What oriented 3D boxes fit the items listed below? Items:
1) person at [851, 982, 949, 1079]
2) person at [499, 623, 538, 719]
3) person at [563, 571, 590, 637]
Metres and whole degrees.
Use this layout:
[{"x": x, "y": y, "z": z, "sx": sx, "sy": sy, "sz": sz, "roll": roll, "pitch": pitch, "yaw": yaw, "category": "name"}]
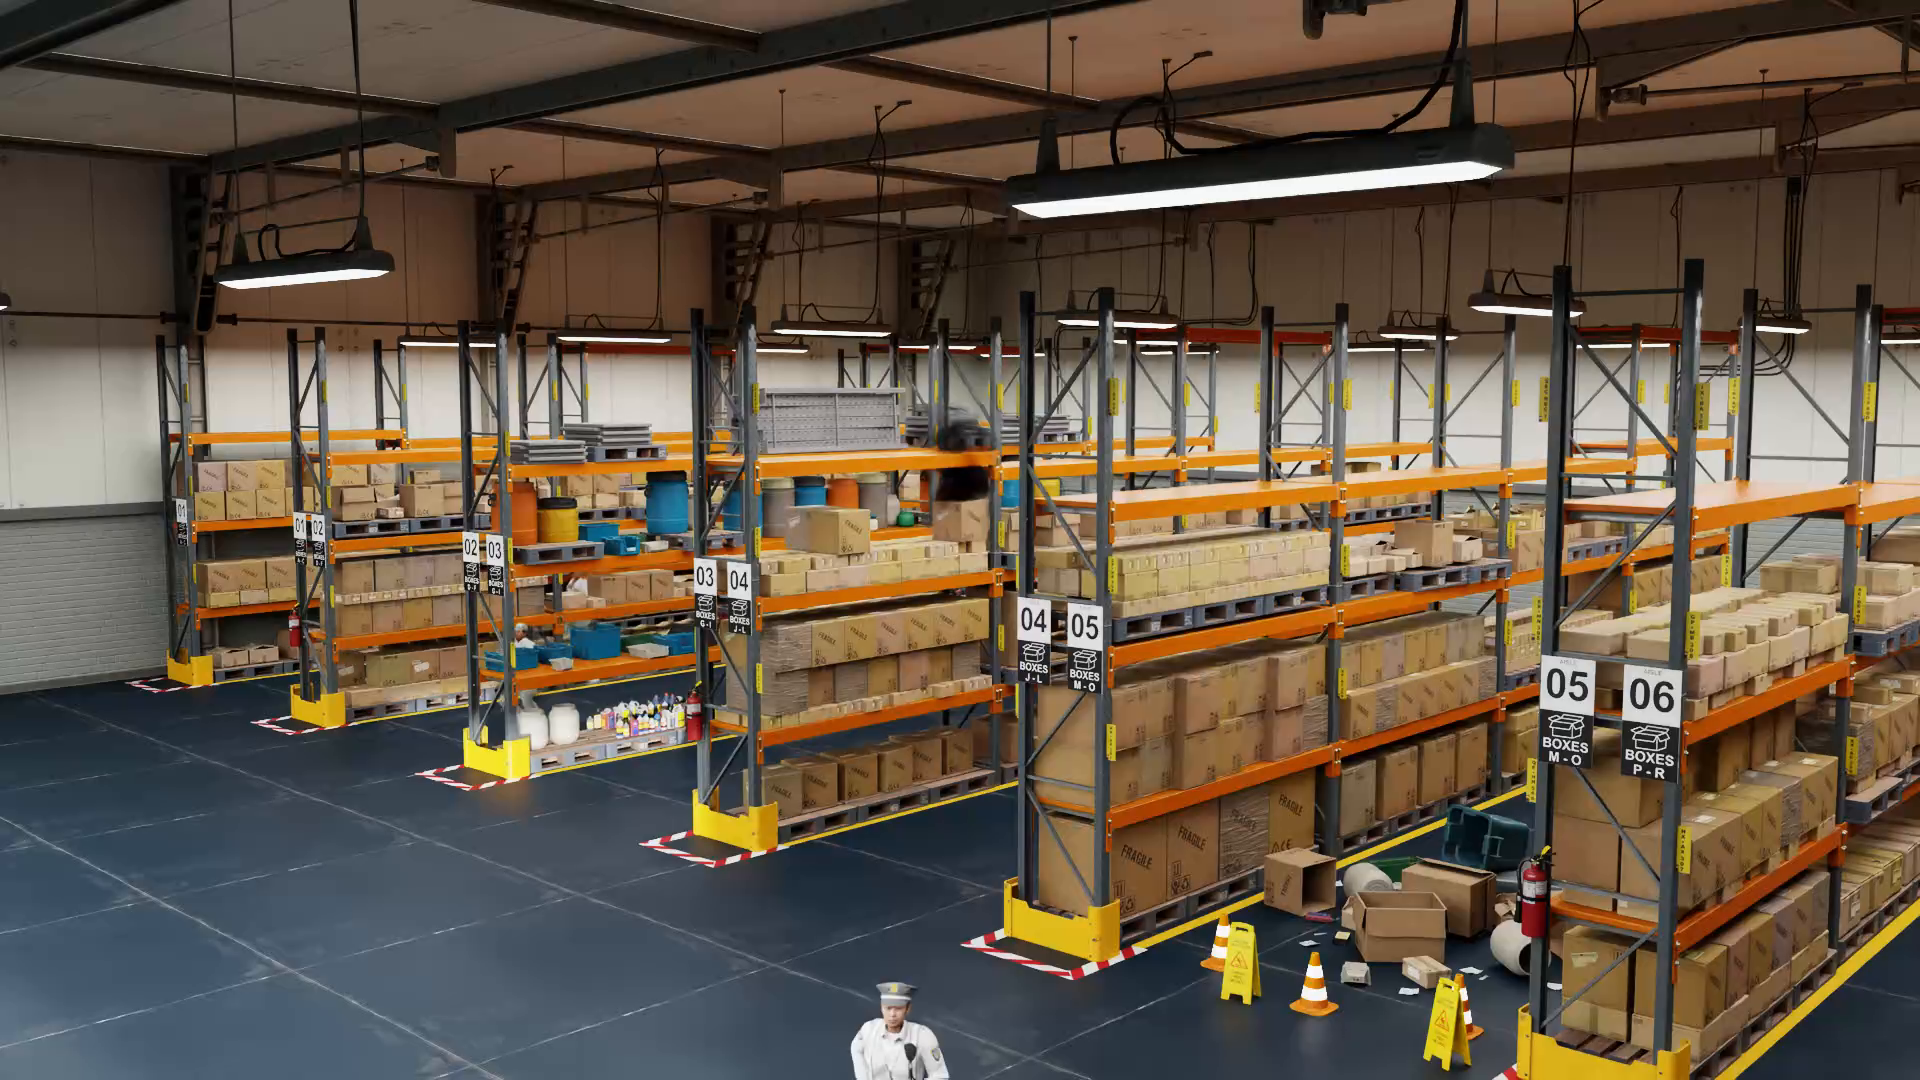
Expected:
[{"x": -0.360, "y": 3.410, "z": 9.807, "sx": 0.600, "sy": 1.743, "sz": 0.767, "roll": 0, "pitch": 5, "yaw": 2, "category": "person"}, {"x": -6.472, "y": 2.050, "z": 24.454, "sx": 0.577, "sy": 1.679, "sz": 0.682, "roll": 3, "pitch": 6, "yaw": 30, "category": "person"}, {"x": -7.063, "y": 1.374, "z": 30.702, "sx": 0.687, "sy": 1.808, "sz": 0.990, "roll": 4, "pitch": 7, "yaw": 35, "category": "person"}]
